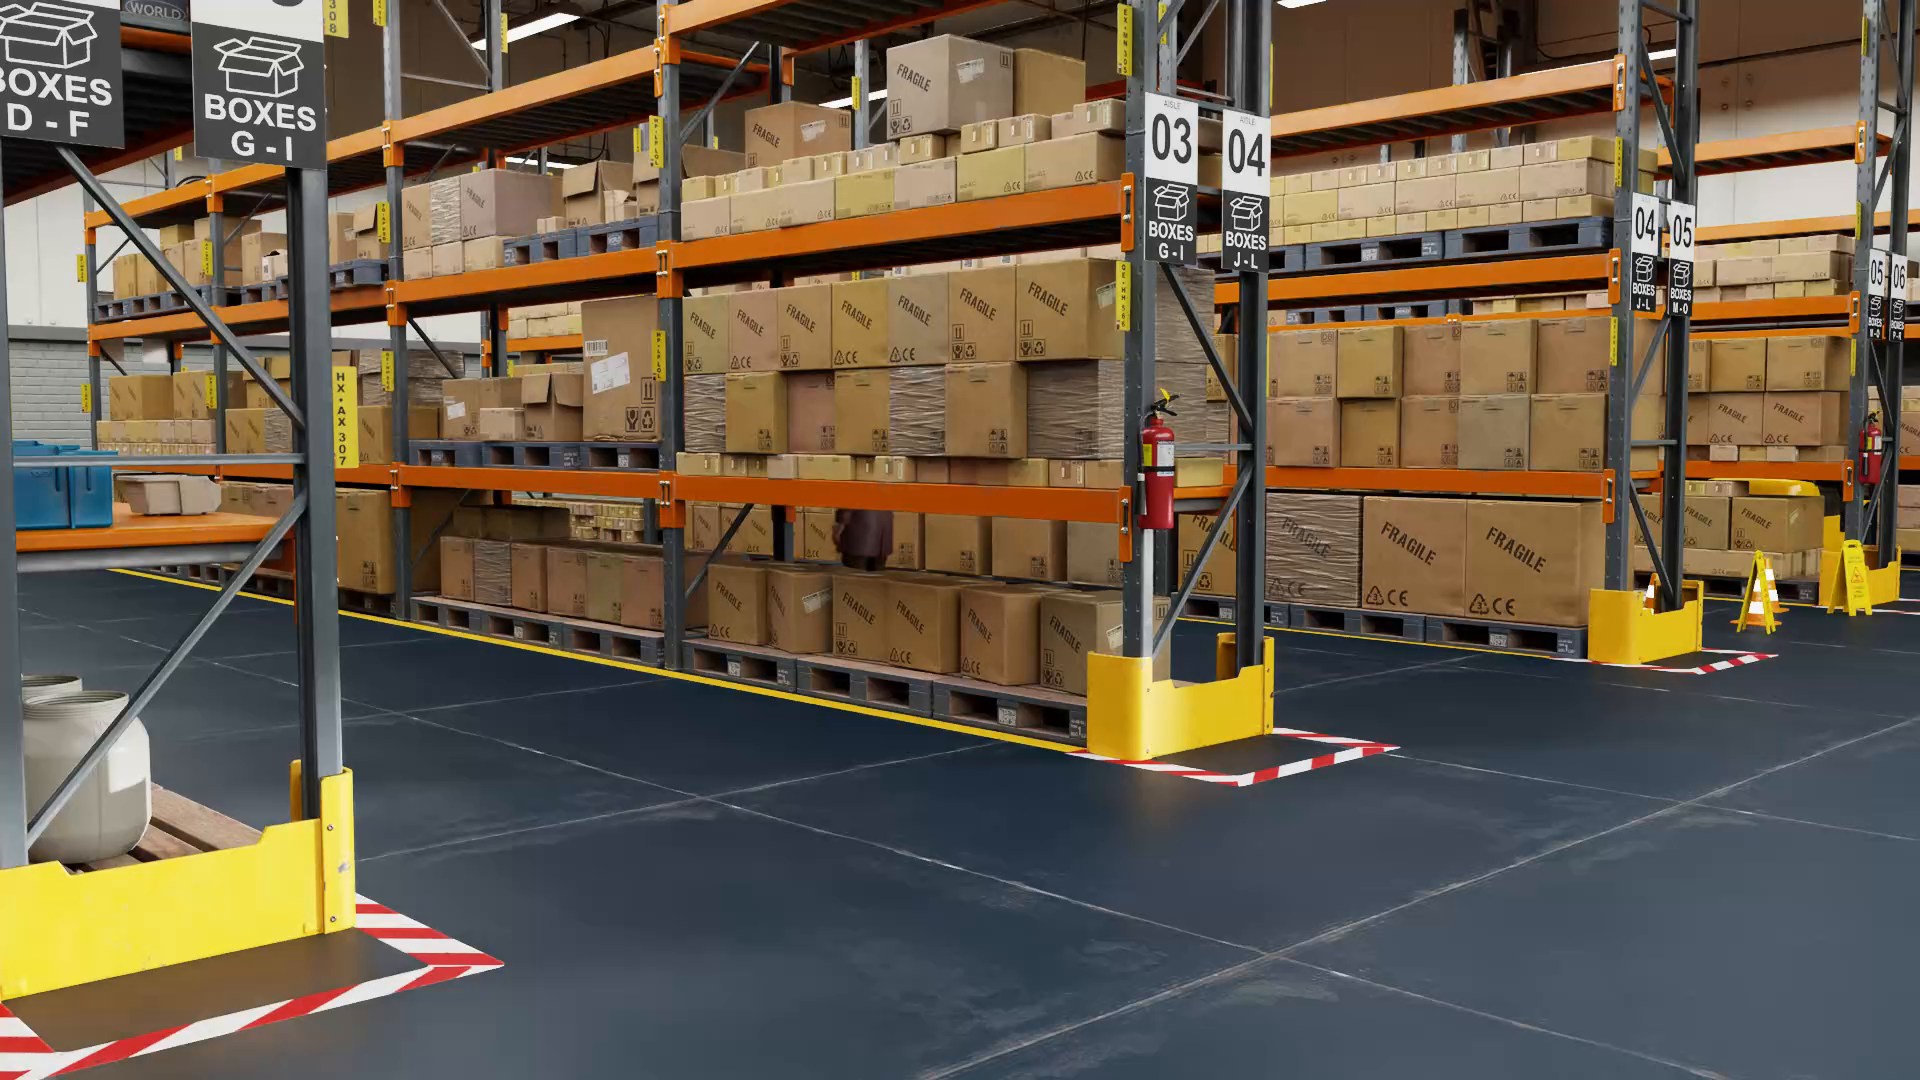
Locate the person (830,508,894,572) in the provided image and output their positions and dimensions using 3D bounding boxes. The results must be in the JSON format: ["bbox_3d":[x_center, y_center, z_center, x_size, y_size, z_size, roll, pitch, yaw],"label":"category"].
[{"bbox_3d":[-0.724,-0.108,12.523,0.378,1.770,0.567,3,5,38],"label":"person"}]
